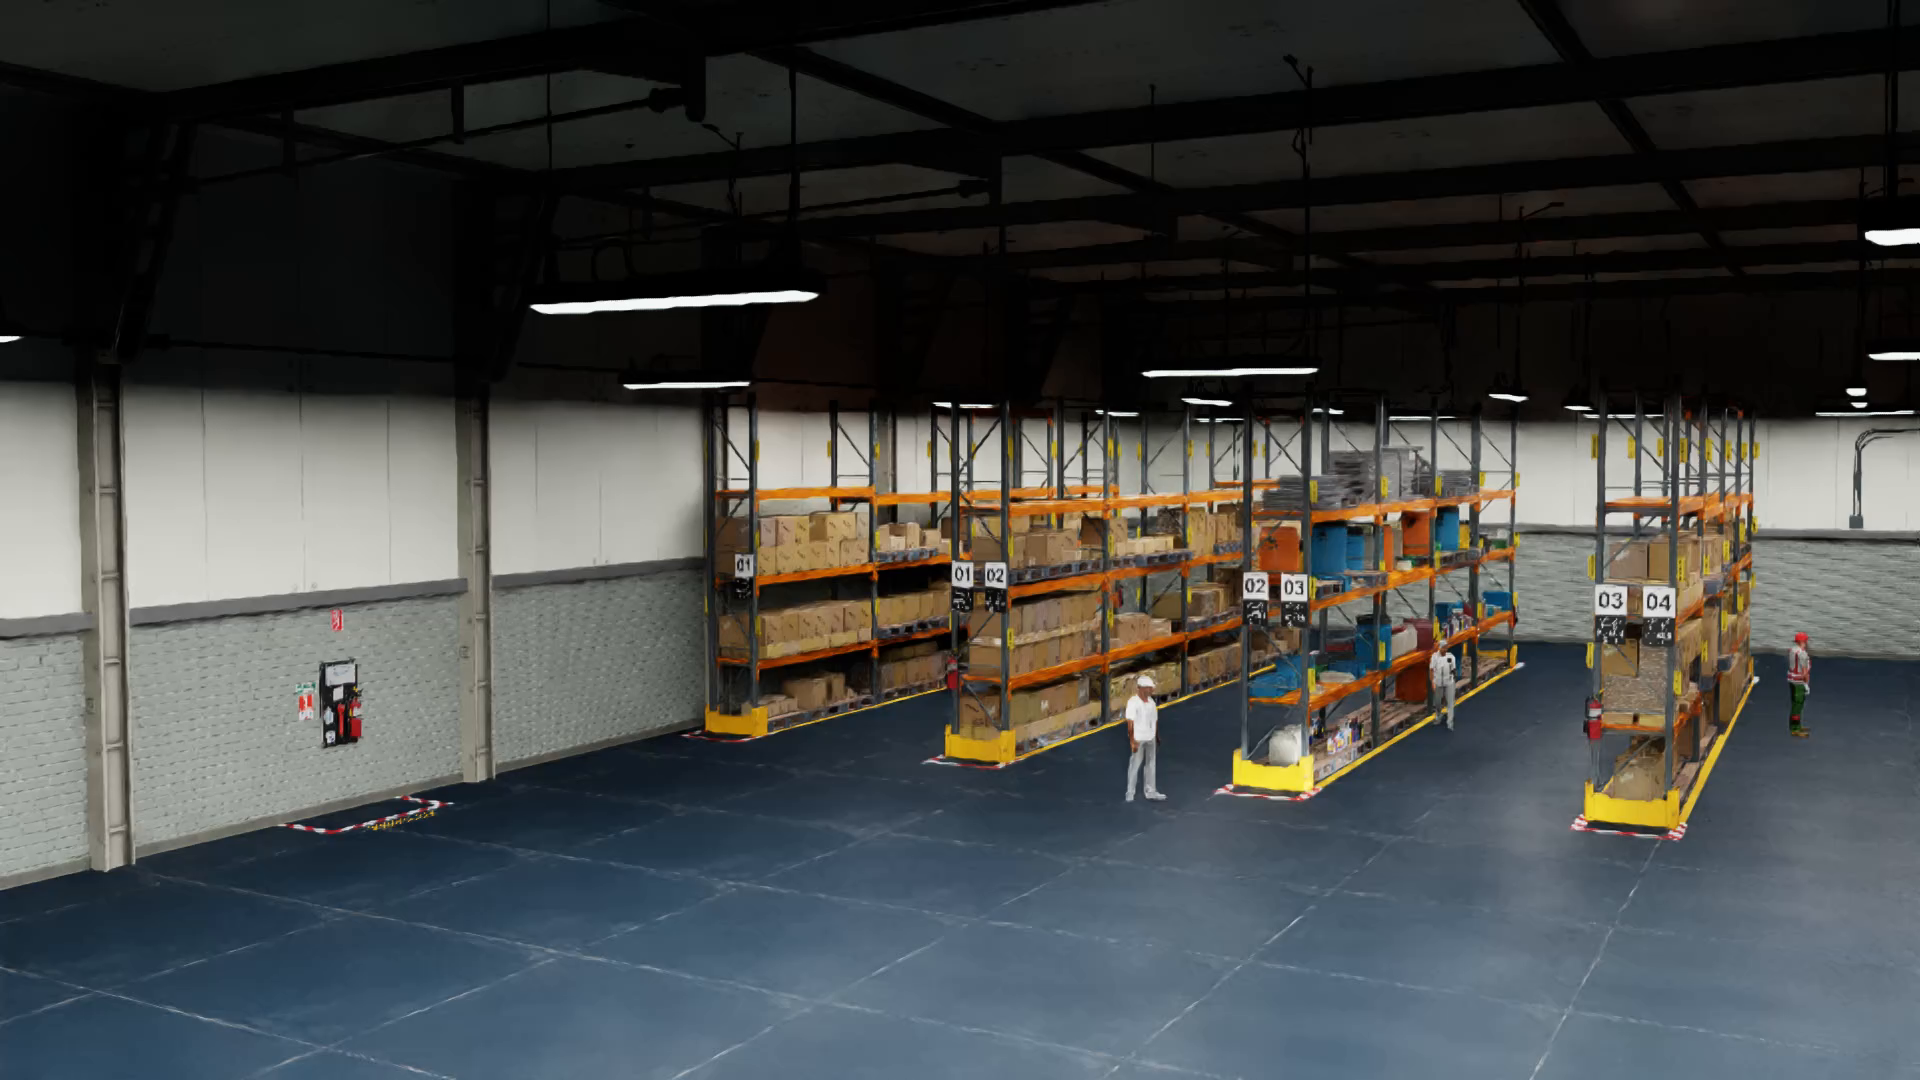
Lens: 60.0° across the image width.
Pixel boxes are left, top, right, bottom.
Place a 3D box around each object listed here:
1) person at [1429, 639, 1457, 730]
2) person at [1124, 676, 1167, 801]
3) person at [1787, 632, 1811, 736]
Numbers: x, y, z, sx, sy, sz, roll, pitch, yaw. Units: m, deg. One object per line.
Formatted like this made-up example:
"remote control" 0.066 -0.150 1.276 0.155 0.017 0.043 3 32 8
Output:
"person" 8.686 2.572 29.912 0.490 1.593 0.999 1 3 20
"person" 2.626 2.821 23.694 0.652 1.768 0.428 -3 4 -41
"person" 14.773 2.514 29.178 0.468 1.787 0.625 0 3 6
